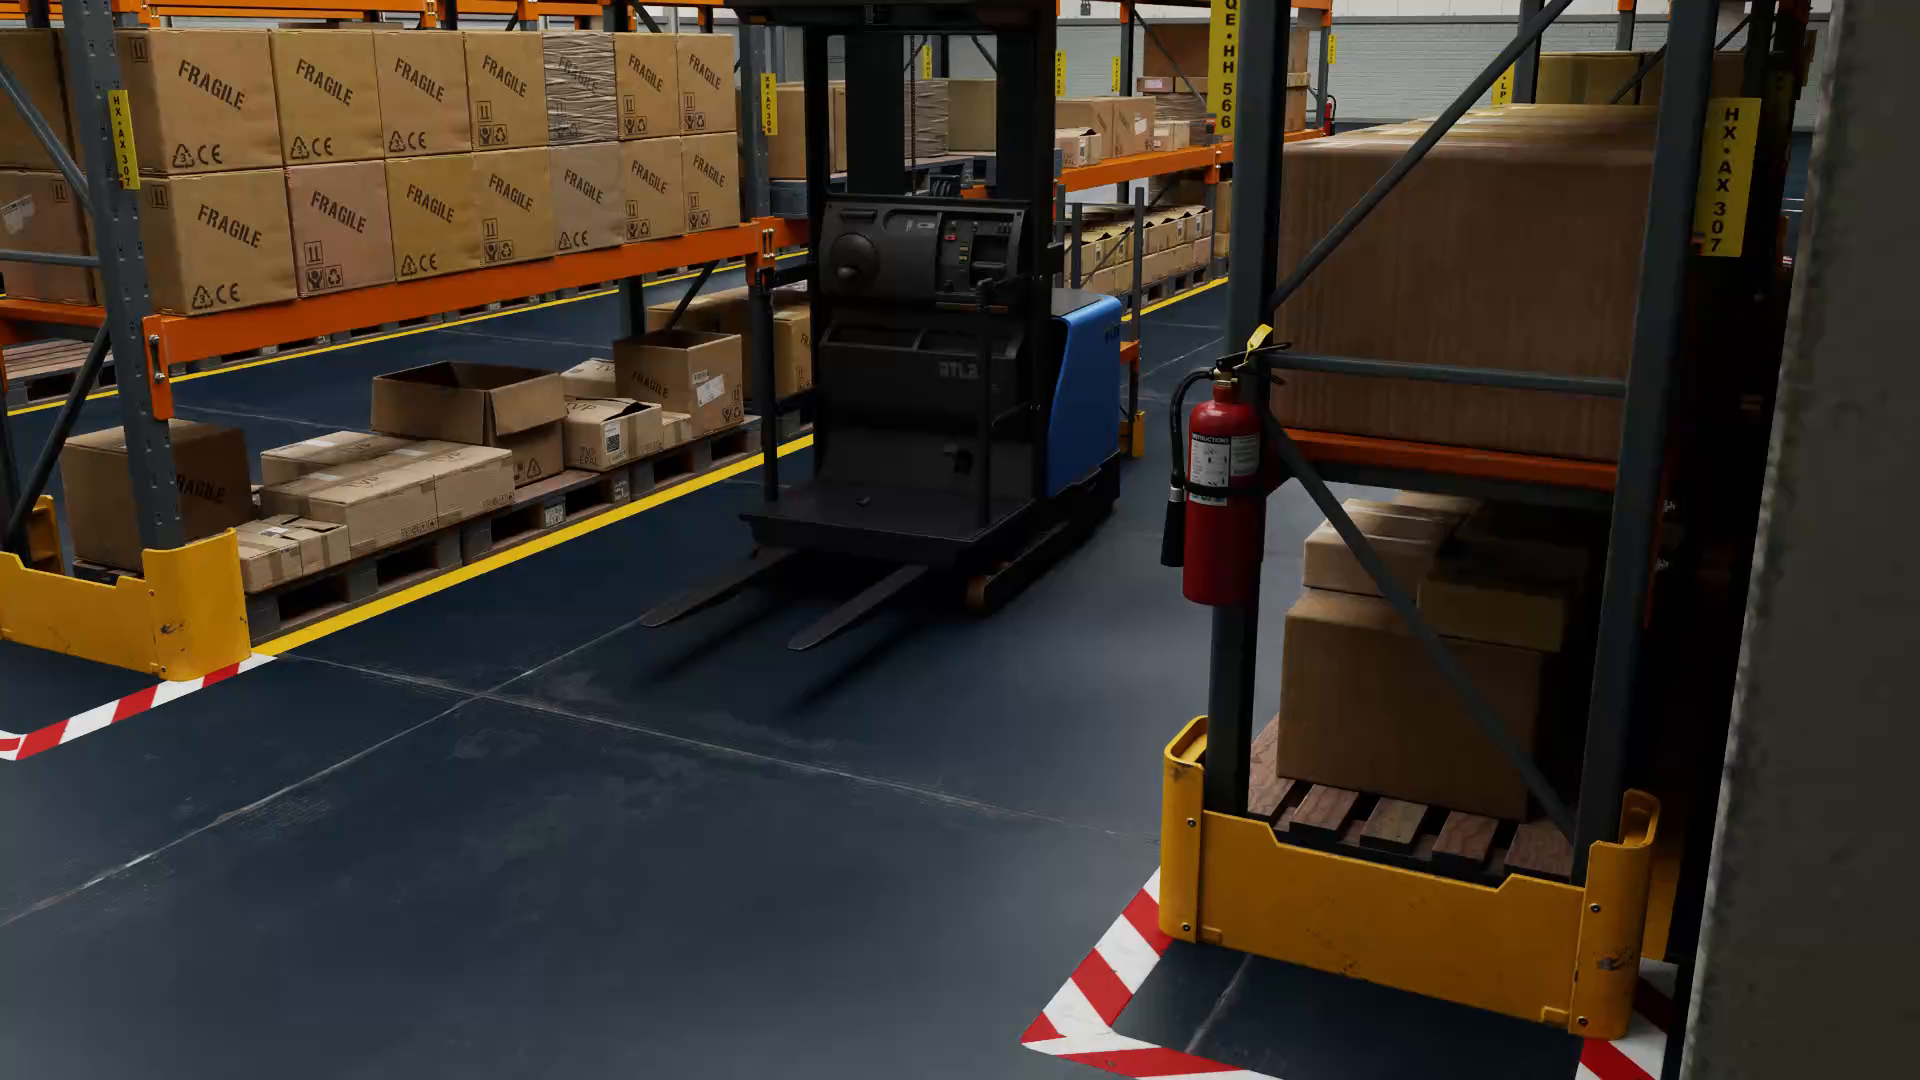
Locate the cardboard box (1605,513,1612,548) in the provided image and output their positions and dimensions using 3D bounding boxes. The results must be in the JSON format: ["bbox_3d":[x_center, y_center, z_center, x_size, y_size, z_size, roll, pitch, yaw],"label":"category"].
[{"bbox_3d":[1.910,-0.086,5.391,0.380,0.149,0.250,8,18,26],"label":"cardboard box"}]

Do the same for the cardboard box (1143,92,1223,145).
[{"bbox_3d":[2.234,-4.228,16.648,0.700,0.500,0.500,8,18,24],"label":"cardboard box"}]

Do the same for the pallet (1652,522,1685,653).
[{"bbox_3d":[2.490,0.122,7.078,1.003,0.211,1.213,8,18,25],"label":"pallet"}]

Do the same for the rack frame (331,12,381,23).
[{"bbox_3d":[-9.424,-7.003,26.167,1.000,3.000,0.127,8,18,25],"label":"rack frame"}]

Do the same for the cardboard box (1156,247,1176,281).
[{"bbox_3d":[1.660,-2.548,15.259,0.500,0.250,0.500,9,19,27],"label":"cardboard box"}]

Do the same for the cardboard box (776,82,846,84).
[{"bbox_3d":[-0.799,-2.735,10.886,0.700,0.500,0.500,3,17,11],"label":"cardboard box"}]

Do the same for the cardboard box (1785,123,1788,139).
[{"bbox_3d":[8.004,-4.116,16.676,0.500,0.250,0.500,9,19,27],"label":"cardboard box"}]

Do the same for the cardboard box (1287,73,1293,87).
[{"bbox_3d":[3.484,-5.126,18.535,0.380,0.149,0.250,8,18,26],"label":"cardboard box"}]

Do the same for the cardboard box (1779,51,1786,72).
[{"bbox_3d":[4.482,-2.697,9.621,0.500,0.250,0.500,7,18,24],"label":"cardboard box"}]

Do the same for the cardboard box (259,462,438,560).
[{"bbox_3d":[-2.600,-0.132,7.091,0.500,0.250,0.500,8,18,25],"label":"cardboard box"}]

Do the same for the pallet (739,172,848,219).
[{"bbox_3d":[-1.078,-2.126,10.084,1.003,0.211,1.213,8,18,25],"label":"pallet"}]

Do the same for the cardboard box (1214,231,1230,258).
[{"bbox_3d":[2.520,-3.029,16.879,0.500,0.250,0.500,8,18,25],"label":"cardboard box"}]

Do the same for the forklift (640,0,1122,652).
[{"bbox_3d":[-0.252,-1.241,6.888,1.130,2.935,3.031,7,18,23],"label":"forklift"}]

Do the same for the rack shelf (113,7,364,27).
[{"bbox_3d":[-10.317,-7.587,24.128,1.077,0.370,4.000,8,18,25],"label":"rack shelf"}]

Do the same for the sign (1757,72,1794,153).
[{"bbox_3d":[3.397,-1.782,6.929,0.100,0.325,0.005,8,18,25],"label":"sign"}]

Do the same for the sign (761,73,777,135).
[{"bbox_3d":[-1.044,-2.376,9.069,0.100,0.325,0.005,8,18,25],"label":"sign"}]

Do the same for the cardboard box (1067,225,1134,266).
[{"bbox_3d":[1.208,-2.560,14.315,0.500,0.311,0.500,8,18,24],"label":"cardboard box"}]

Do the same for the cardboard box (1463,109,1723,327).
[{"bbox_3d":[2.312,-1.221,6.175,0.980,0.700,0.700,8,18,24],"label":"cardboard box"}]

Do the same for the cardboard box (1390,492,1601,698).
[{"bbox_3d":[1.784,0.170,5.670,0.700,0.500,0.500,7,18,24],"label":"cardboard box"}]

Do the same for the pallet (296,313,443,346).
[{"bbox_3d":[-5.037,-1.826,13.635,1.003,0.211,1.213,8,18,25],"label":"pallet"}]

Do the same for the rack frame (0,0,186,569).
[{"bbox_3d":[-3.320,-1.009,5.988,1.000,3.000,0.127,8,18,25],"label":"rack frame"}]

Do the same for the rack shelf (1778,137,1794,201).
[{"bbox_3d":[7.369,-3.601,15.978,1.077,0.370,4.000,8,18,25],"label":"rack shelf"}]

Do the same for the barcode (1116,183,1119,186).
[{"bbox_3d":[1.555,-3.527,16.395,0.001,0.075,0.075,8,18,25],"label":"barcode"}]

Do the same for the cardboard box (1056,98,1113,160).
[{"bbox_3d":[0.989,-3.524,14.281,0.500,0.500,0.500,7,18,22],"label":"cardboard box"}]

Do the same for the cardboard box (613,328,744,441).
[{"bbox_3d":[-1.534,-0.860,9.102,0.500,0.500,0.500,8,18,25],"label":"cardboard box"}]

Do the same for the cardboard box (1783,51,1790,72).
[{"bbox_3d":[4.717,-2.829,10.064,0.500,0.250,0.500,9,19,27],"label":"cardboard box"}]

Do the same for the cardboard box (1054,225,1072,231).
[{"bbox_3d":[0.722,-2.625,14.536,0.500,0.311,0.500,8,18,25],"label":"cardboard box"}]

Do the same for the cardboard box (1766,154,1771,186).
[{"bbox_3d":[4.250,-2.208,9.290,0.500,0.500,0.500,8,19,26],"label":"cardboard box"}]

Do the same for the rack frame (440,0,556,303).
[{"bbox_3d":[-4.175,-3.678,14.974,1.000,3.000,0.127,8,18,25],"label":"rack frame"}]

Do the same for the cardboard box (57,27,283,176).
[{"bbox_3d":[-2.886,-1.616,6.099,0.500,0.500,0.500,9,19,27],"label":"cardboard box"}]

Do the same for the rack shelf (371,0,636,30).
[{"bbox_3d":[-5.925,-6.930,21.916,1.077,0.370,4.000,8,18,25],"label":"rack shelf"}]

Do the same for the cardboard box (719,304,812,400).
[{"bbox_3d":[-1.099,-1.133,10.022,0.500,0.500,0.500,7,18,23],"label":"cardboard box"}]

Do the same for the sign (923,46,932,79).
[{"bbox_3d":[-0.244,-3.672,12.919,0.100,0.325,0.005,8,18,25],"label":"sign"}]

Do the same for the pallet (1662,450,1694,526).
[{"bbox_3d":[3.178,-0.268,8.391,1.003,0.211,1.213,8,18,25],"label":"pallet"}]

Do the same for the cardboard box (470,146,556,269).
[{"bbox_3d":[-2.209,-1.523,7.543,0.500,0.500,0.500,8,18,26],"label":"cardboard box"}]

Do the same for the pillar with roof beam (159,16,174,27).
[{"bbox_3d":[-12.925,-12.031,32.560,9.100,9.000,0.400,8,18,25],"label":"pillar with roof beam"}]

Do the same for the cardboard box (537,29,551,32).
[{"bbox_3d":[-5.731,-6.463,21.895,0.500,0.500,0.500,8,18,25],"label":"cardboard box"}]

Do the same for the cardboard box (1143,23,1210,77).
[{"bbox_3d":[2.234,-4.850,16.464,0.700,0.500,0.500,8,18,26],"label":"cardboard box"}]

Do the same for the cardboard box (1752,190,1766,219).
[{"bbox_3d":[4.373,-1.923,9.472,0.380,0.149,0.250,8,18,24],"label":"cardboard box"}]

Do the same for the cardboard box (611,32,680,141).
[{"bbox_3d":[-1.754,-2.263,8.277,0.500,0.500,0.500,8,18,24],"label":"cardboard box"}]

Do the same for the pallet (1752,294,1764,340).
[{"bbox_3d":[6.128,-1.901,13.889,1.003,0.211,1.213,8,18,25],"label":"pallet"}]

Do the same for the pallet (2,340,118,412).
[{"bbox_3d":[-6.257,-1.130,11.293,1.003,0.211,1.213,8,18,25],"label":"pallet"}]

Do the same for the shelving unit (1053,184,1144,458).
[{"bbox_3d":[0.567,-1.099,8.924,0.587,1.500,1.083,7,18,22],"label":"shelving unit"}]

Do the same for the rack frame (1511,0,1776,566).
[{"bbox_3d":[2.900,-1.399,7.300,1.000,3.000,0.127,8,18,25],"label":"rack frame"}]

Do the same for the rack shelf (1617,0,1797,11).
[{"bbox_3d":[3.794,-3.001,8.690,1.077,0.370,4.000,8,18,25],"label":"rack shelf"}]

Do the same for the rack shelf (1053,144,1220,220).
[{"bbox_3d":[1.148,-3.212,14.667,1.077,0.370,4.000,8,18,25],"label":"rack shelf"}]

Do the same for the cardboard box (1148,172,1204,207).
[{"bbox_3d":[2.287,-3.580,17.419,0.500,0.500,0.500,8,18,25],"label":"cardboard box"}]

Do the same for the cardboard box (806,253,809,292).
[{"bbox_3d":[-0.652,-1.747,10.773,0.500,0.250,0.500,8,18,25],"label":"cardboard box"}]

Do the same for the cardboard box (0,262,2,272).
[{"bbox_3d":[-9.339,-3.092,15.994,1.225,0.875,0.875,8,18,26],"label":"cardboard box"}]

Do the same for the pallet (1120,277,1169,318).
[{"bbox_3d":[1.203,-2.225,14.978,1.003,0.211,1.213,8,18,25],"label":"pallet"}]
